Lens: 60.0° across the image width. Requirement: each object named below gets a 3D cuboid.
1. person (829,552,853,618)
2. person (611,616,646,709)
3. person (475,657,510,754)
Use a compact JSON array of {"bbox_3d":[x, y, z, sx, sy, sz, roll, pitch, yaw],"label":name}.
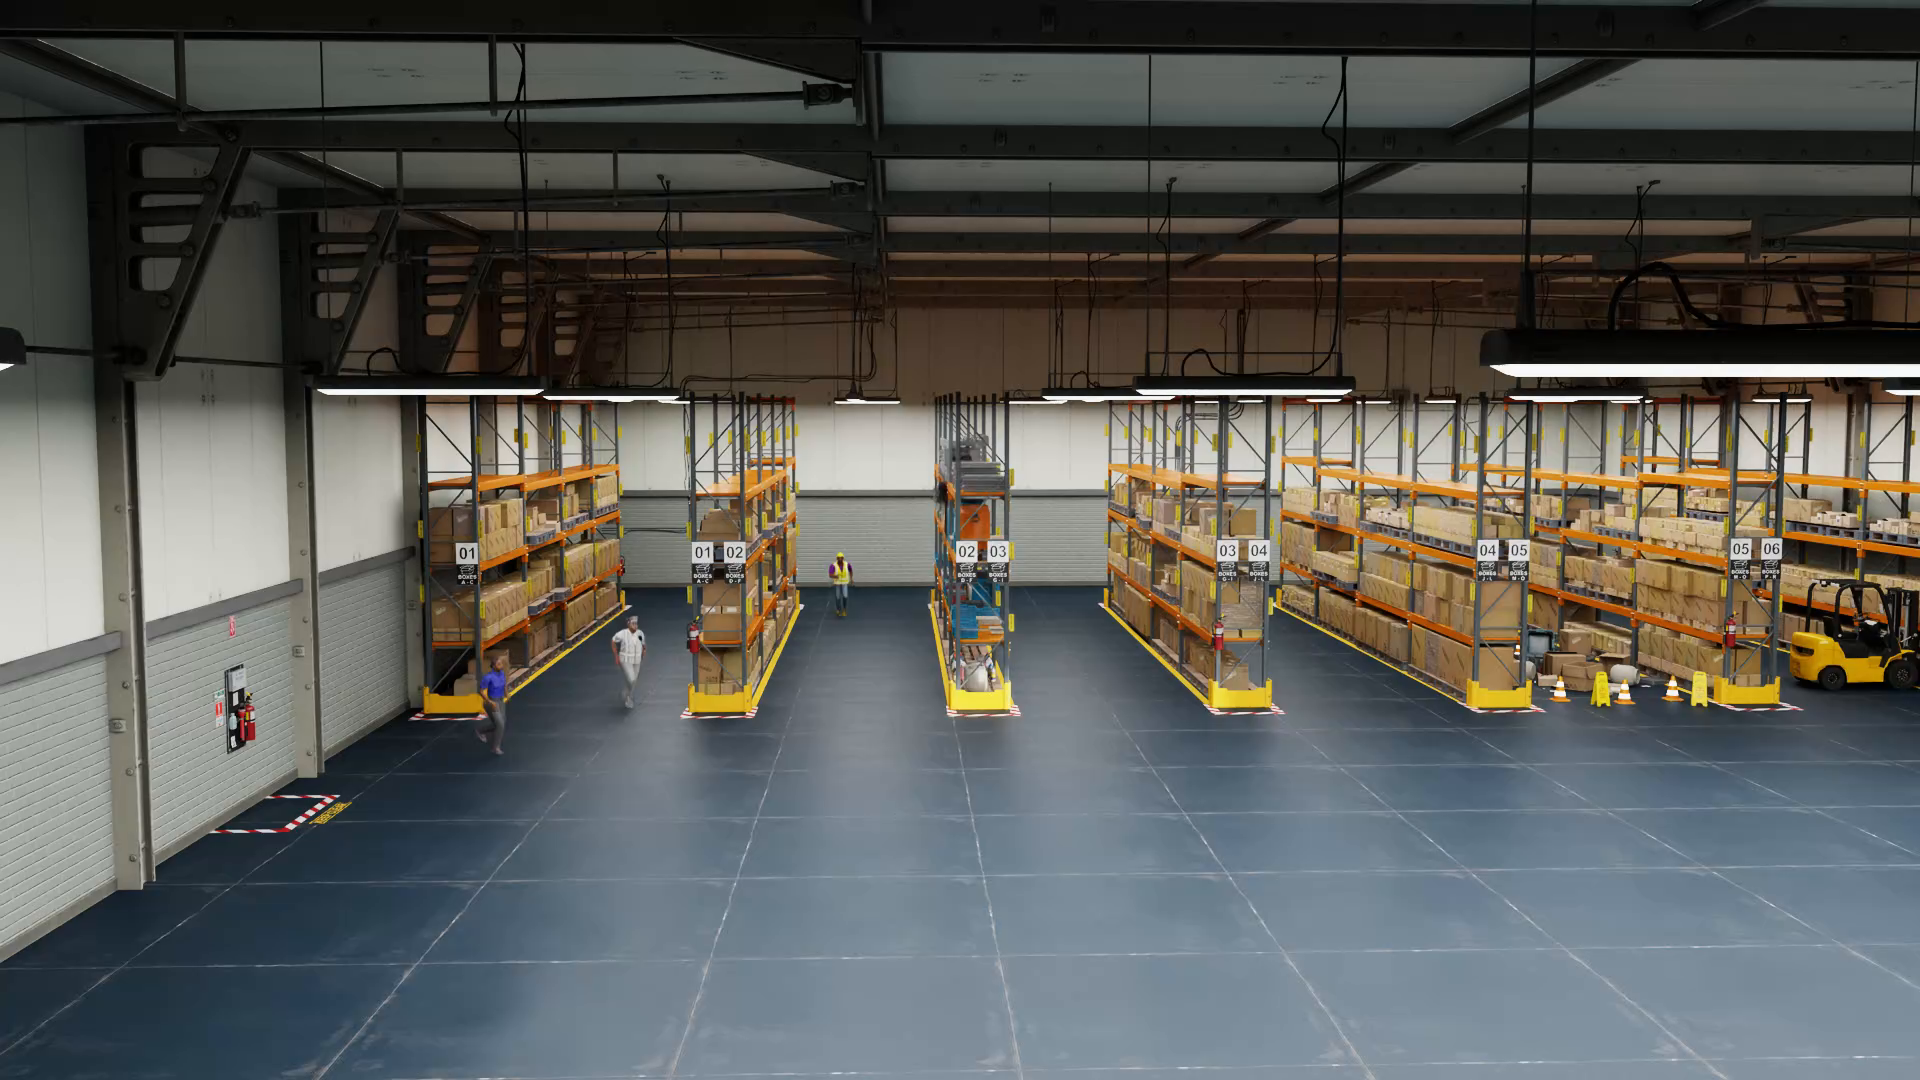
[{"bbox_3d":[-3.231,1.227,45.214,0.668,1.786,0.807,-1,5,-7],"label":"person"},{"bbox_3d":[-6.280,2.333,31.691,0.605,1.805,0.835,-4,6,-40],"label":"person"},{"bbox_3d":[-7.788,2.739,27.540,0.626,1.644,0.605,2,5,25],"label":"person"}]
